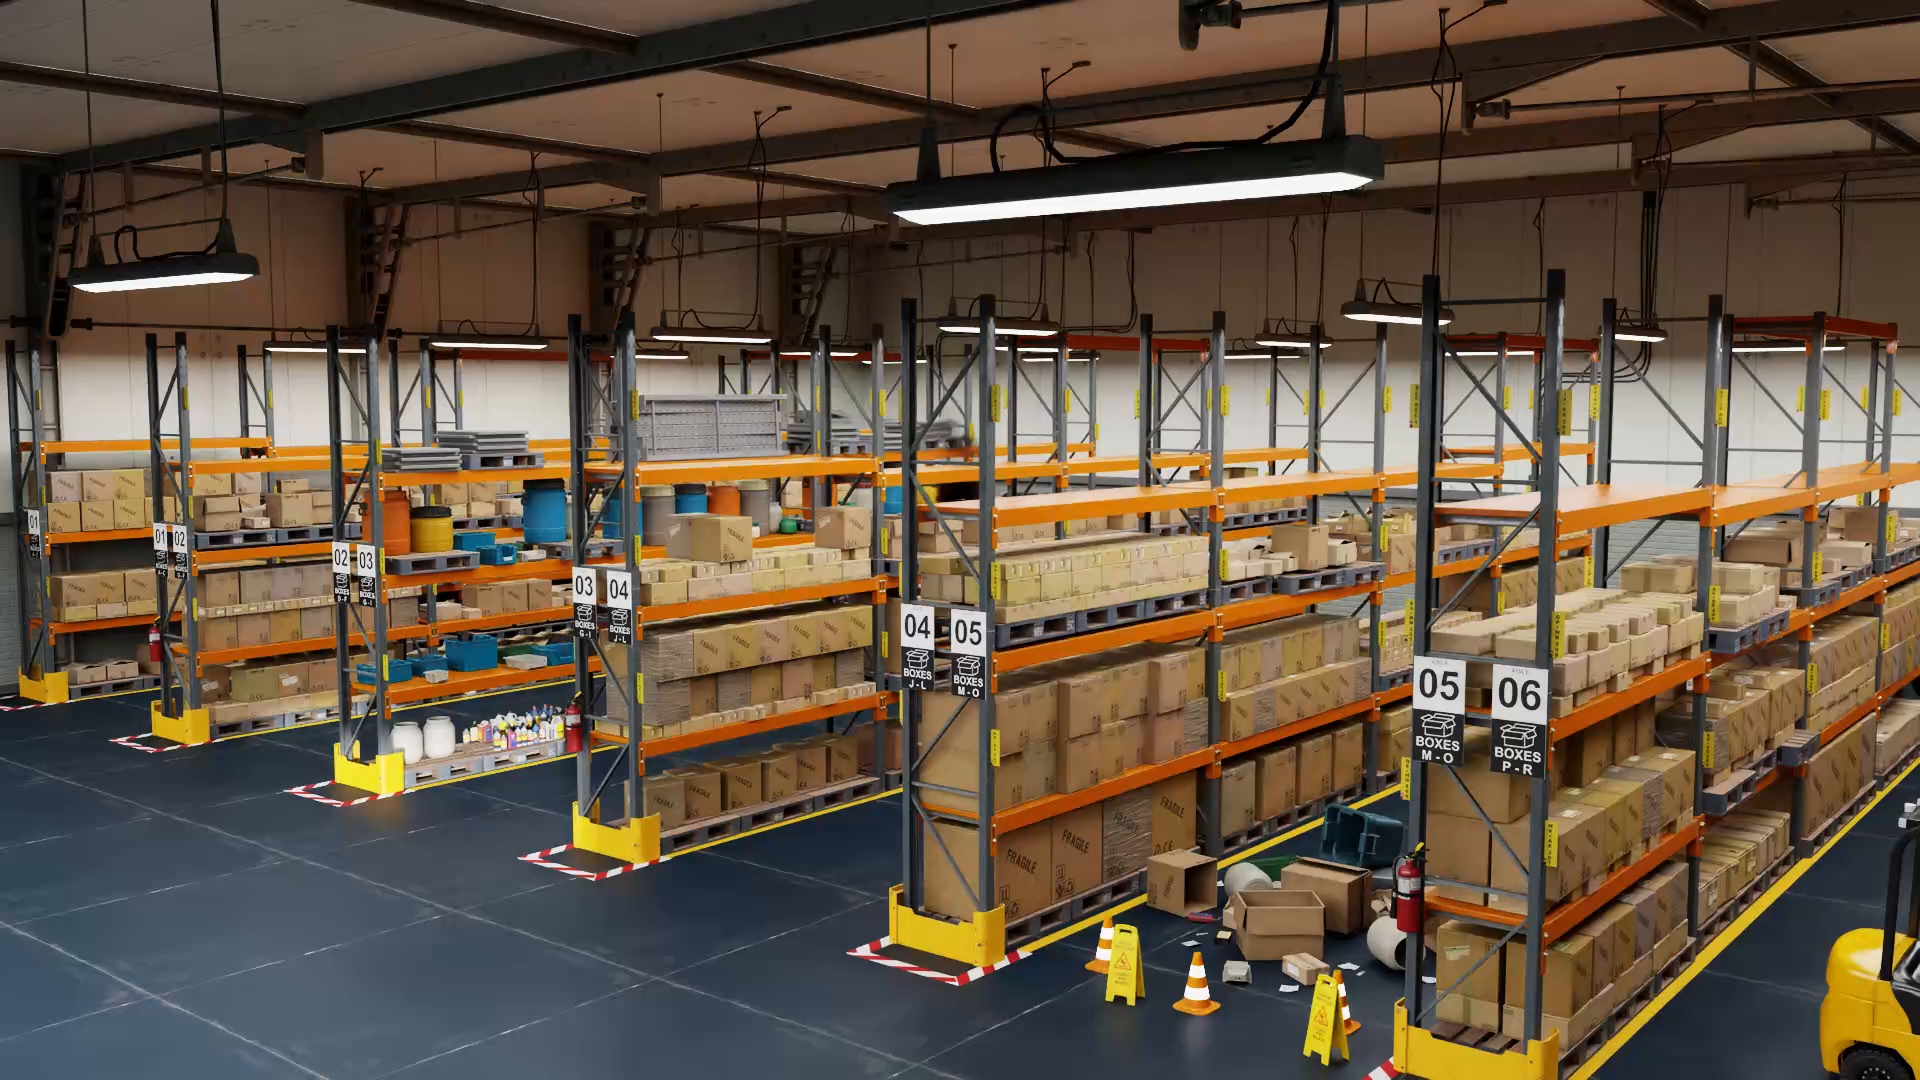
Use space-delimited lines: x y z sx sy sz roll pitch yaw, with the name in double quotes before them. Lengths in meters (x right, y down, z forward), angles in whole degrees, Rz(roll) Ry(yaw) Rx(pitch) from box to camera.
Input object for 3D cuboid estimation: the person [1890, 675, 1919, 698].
"person" 14.660 1.969 25.745 0.763 1.785 0.984 -2 6 -23
